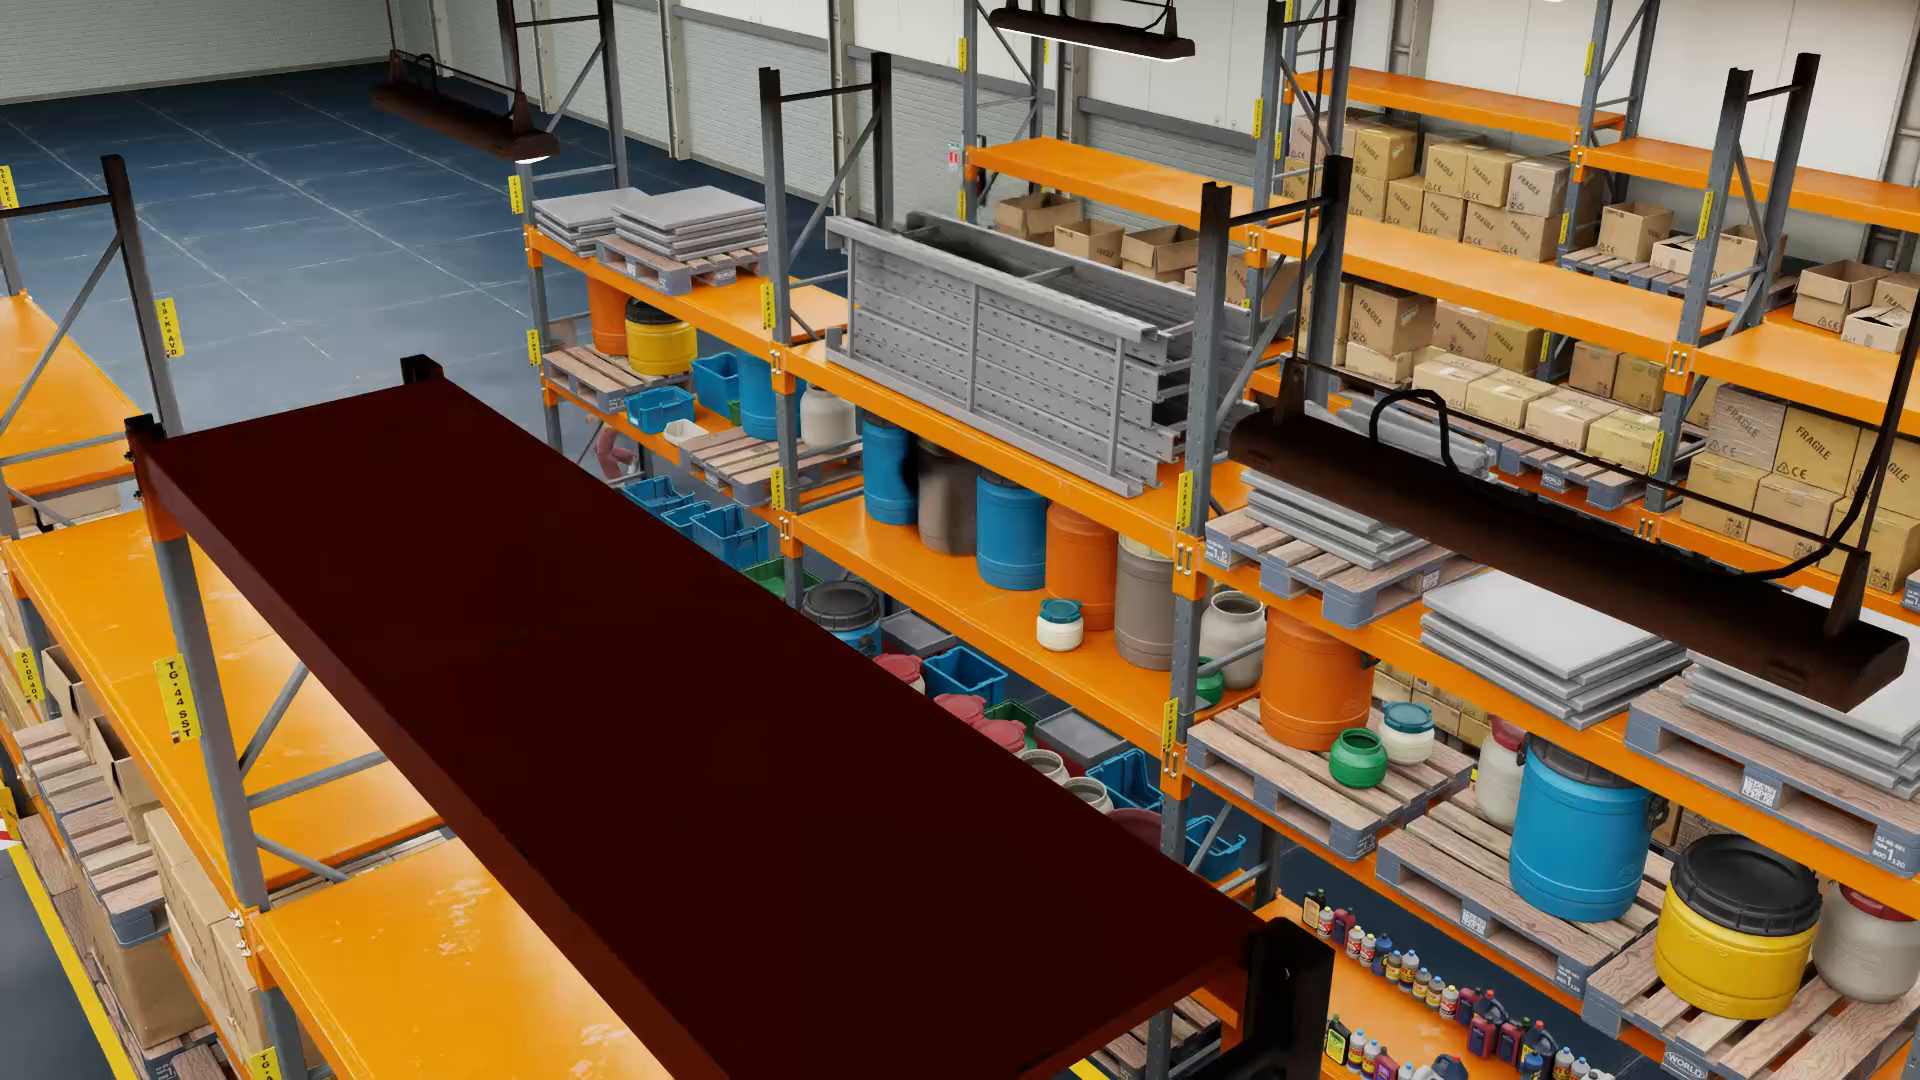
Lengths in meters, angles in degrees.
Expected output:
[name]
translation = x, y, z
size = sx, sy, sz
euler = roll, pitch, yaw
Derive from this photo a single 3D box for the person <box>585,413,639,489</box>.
[person]
translation = -4.013, -1.336, 19.171
size = 0.585, 1.639, 0.574
euler = -5, 26, -10
